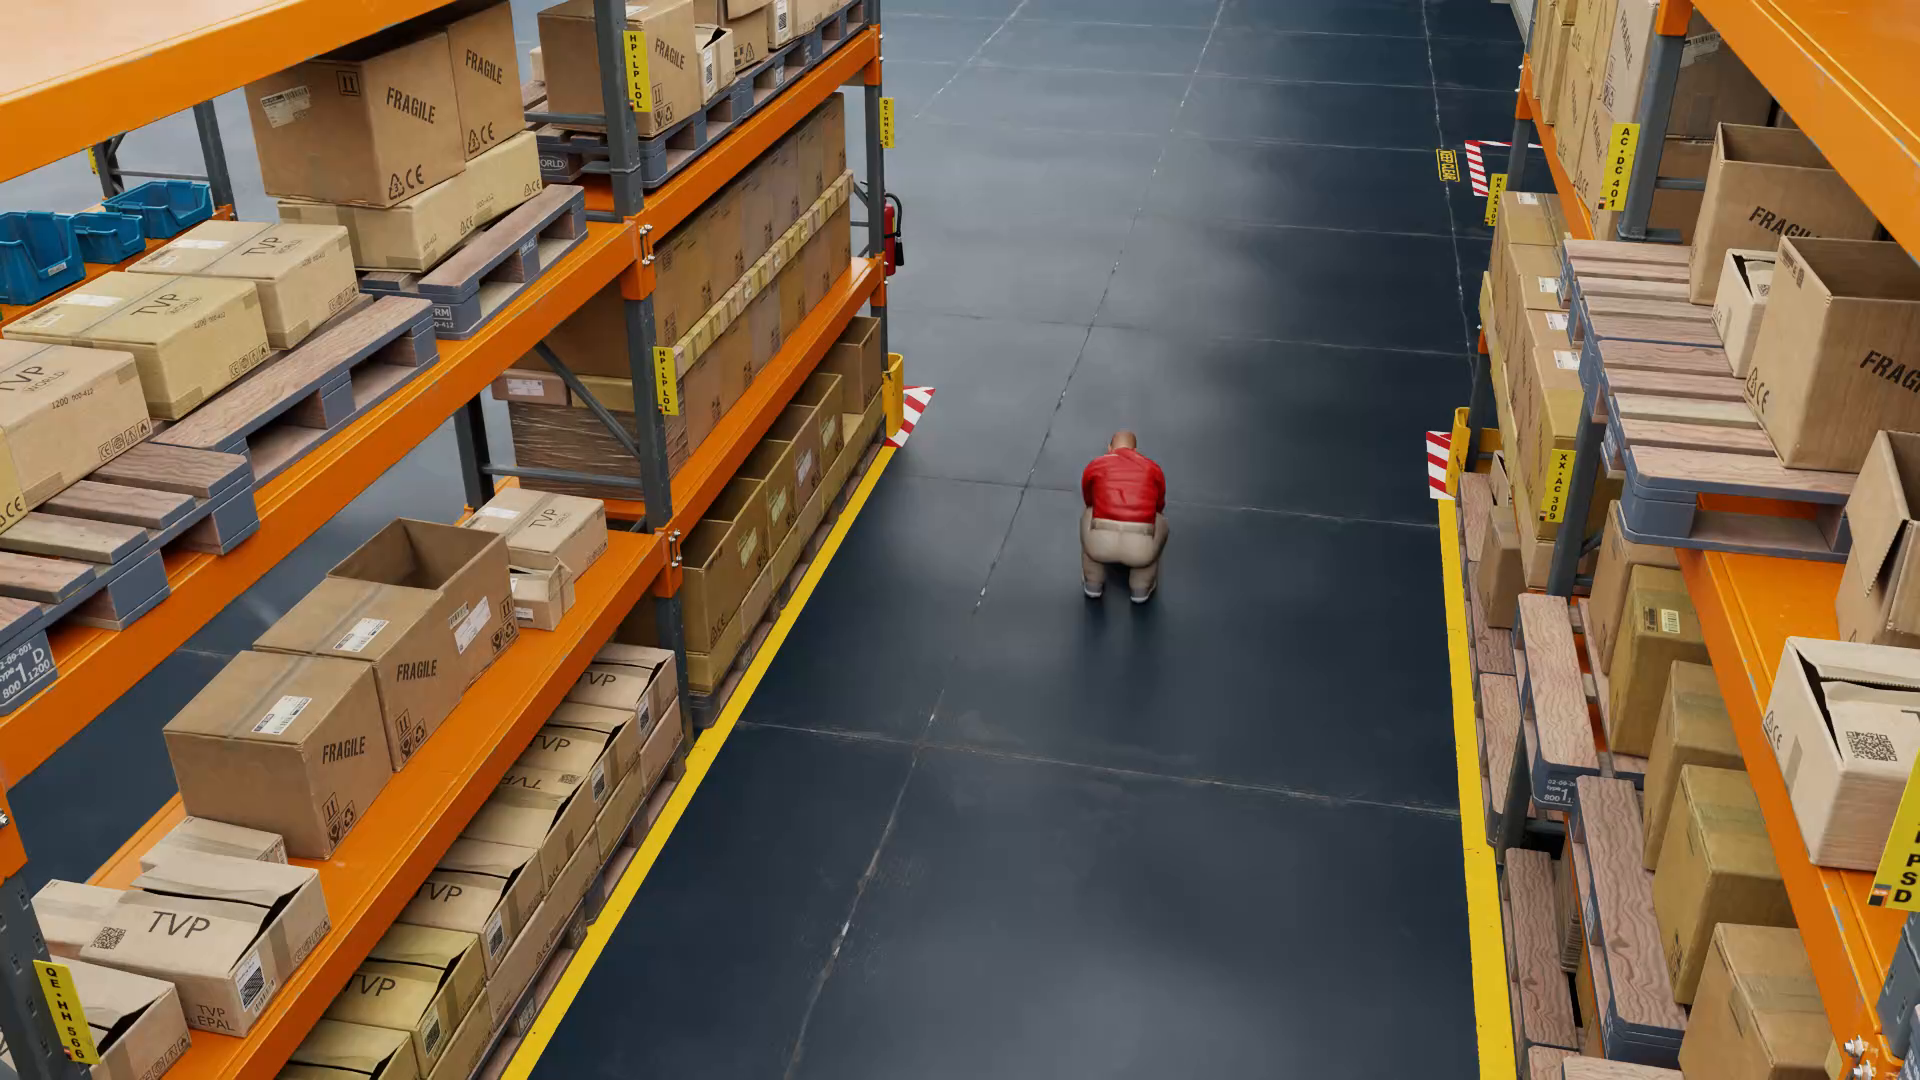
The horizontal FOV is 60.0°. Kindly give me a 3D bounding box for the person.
[{"bbox_3d":[0.942,-0.487,9.545,0.494,1.717,0.537,6,29,12],"label":"person"}]
